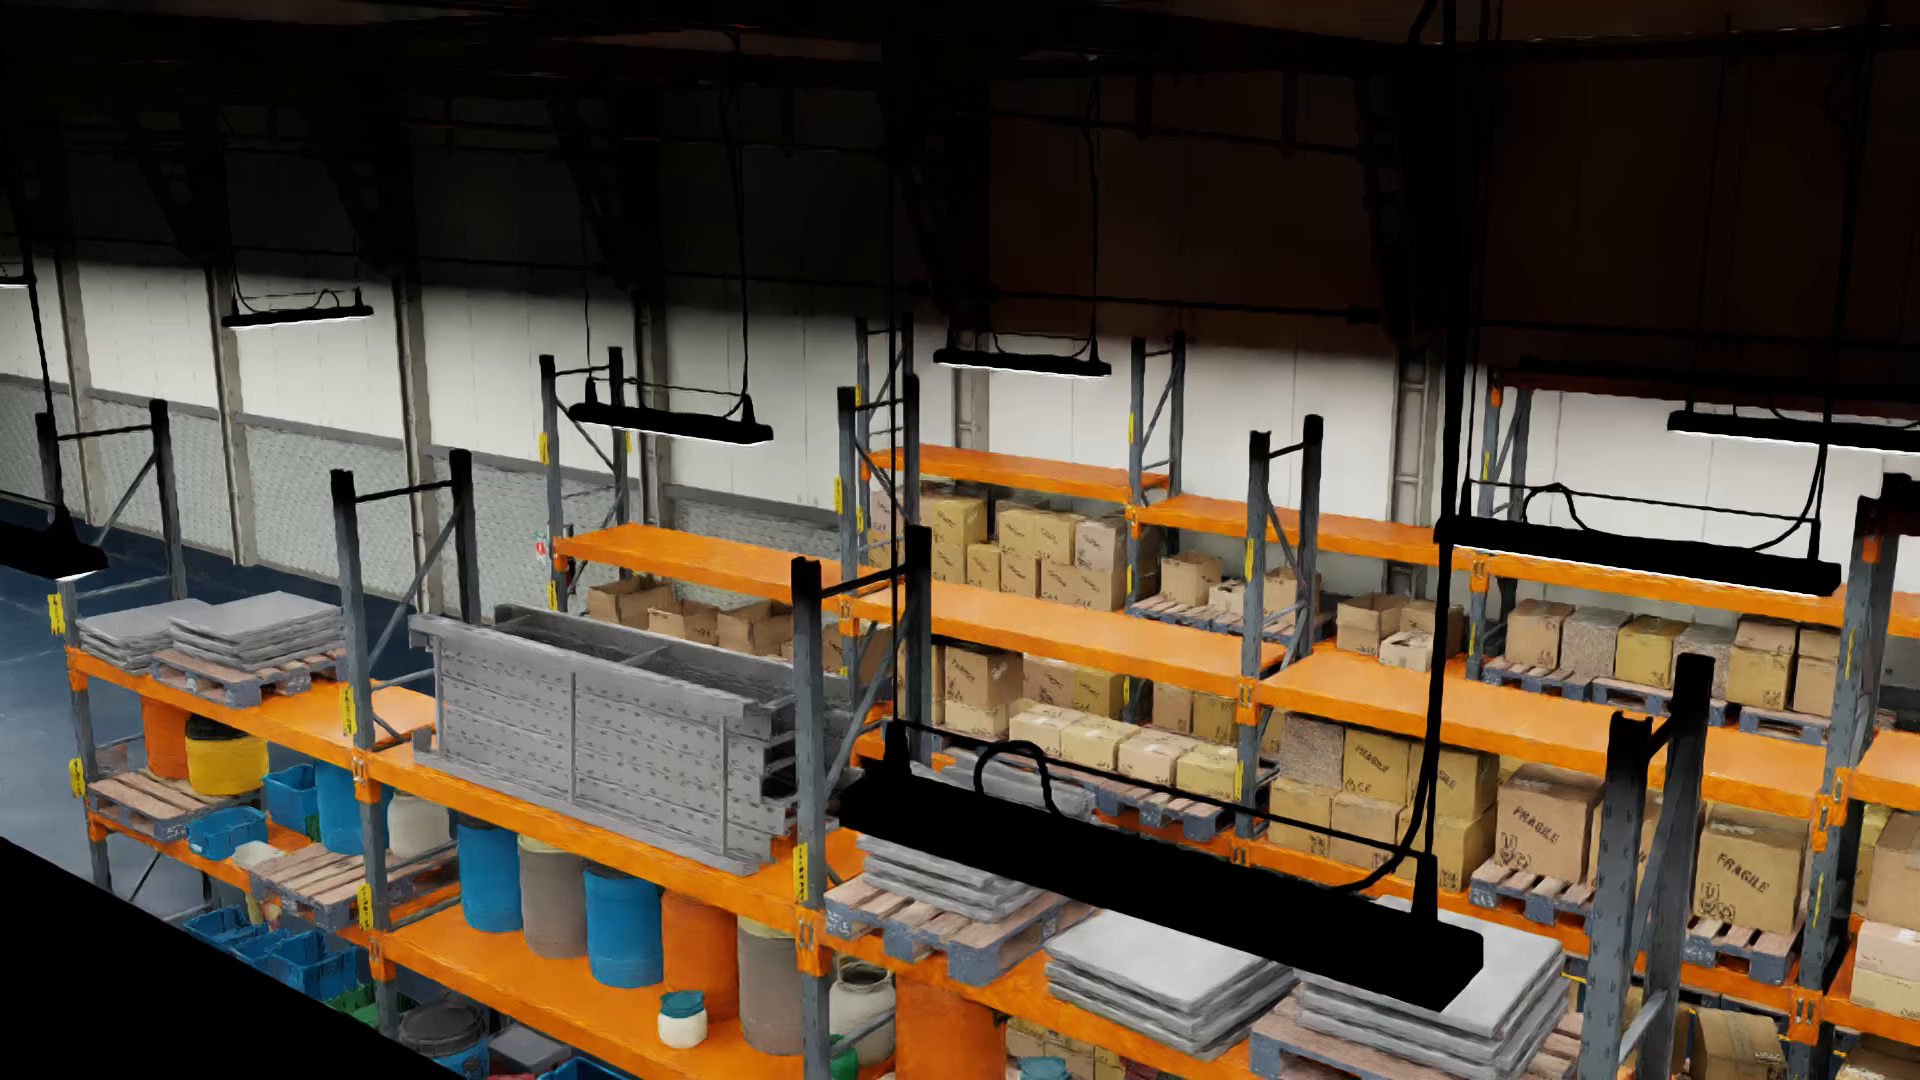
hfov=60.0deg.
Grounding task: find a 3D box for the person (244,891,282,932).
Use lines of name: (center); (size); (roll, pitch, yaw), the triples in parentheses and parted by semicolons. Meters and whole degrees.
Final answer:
person: (-6.587, 3.608, 16.009); (0.457, 1.667, 0.603); (-1, 13, -5)
